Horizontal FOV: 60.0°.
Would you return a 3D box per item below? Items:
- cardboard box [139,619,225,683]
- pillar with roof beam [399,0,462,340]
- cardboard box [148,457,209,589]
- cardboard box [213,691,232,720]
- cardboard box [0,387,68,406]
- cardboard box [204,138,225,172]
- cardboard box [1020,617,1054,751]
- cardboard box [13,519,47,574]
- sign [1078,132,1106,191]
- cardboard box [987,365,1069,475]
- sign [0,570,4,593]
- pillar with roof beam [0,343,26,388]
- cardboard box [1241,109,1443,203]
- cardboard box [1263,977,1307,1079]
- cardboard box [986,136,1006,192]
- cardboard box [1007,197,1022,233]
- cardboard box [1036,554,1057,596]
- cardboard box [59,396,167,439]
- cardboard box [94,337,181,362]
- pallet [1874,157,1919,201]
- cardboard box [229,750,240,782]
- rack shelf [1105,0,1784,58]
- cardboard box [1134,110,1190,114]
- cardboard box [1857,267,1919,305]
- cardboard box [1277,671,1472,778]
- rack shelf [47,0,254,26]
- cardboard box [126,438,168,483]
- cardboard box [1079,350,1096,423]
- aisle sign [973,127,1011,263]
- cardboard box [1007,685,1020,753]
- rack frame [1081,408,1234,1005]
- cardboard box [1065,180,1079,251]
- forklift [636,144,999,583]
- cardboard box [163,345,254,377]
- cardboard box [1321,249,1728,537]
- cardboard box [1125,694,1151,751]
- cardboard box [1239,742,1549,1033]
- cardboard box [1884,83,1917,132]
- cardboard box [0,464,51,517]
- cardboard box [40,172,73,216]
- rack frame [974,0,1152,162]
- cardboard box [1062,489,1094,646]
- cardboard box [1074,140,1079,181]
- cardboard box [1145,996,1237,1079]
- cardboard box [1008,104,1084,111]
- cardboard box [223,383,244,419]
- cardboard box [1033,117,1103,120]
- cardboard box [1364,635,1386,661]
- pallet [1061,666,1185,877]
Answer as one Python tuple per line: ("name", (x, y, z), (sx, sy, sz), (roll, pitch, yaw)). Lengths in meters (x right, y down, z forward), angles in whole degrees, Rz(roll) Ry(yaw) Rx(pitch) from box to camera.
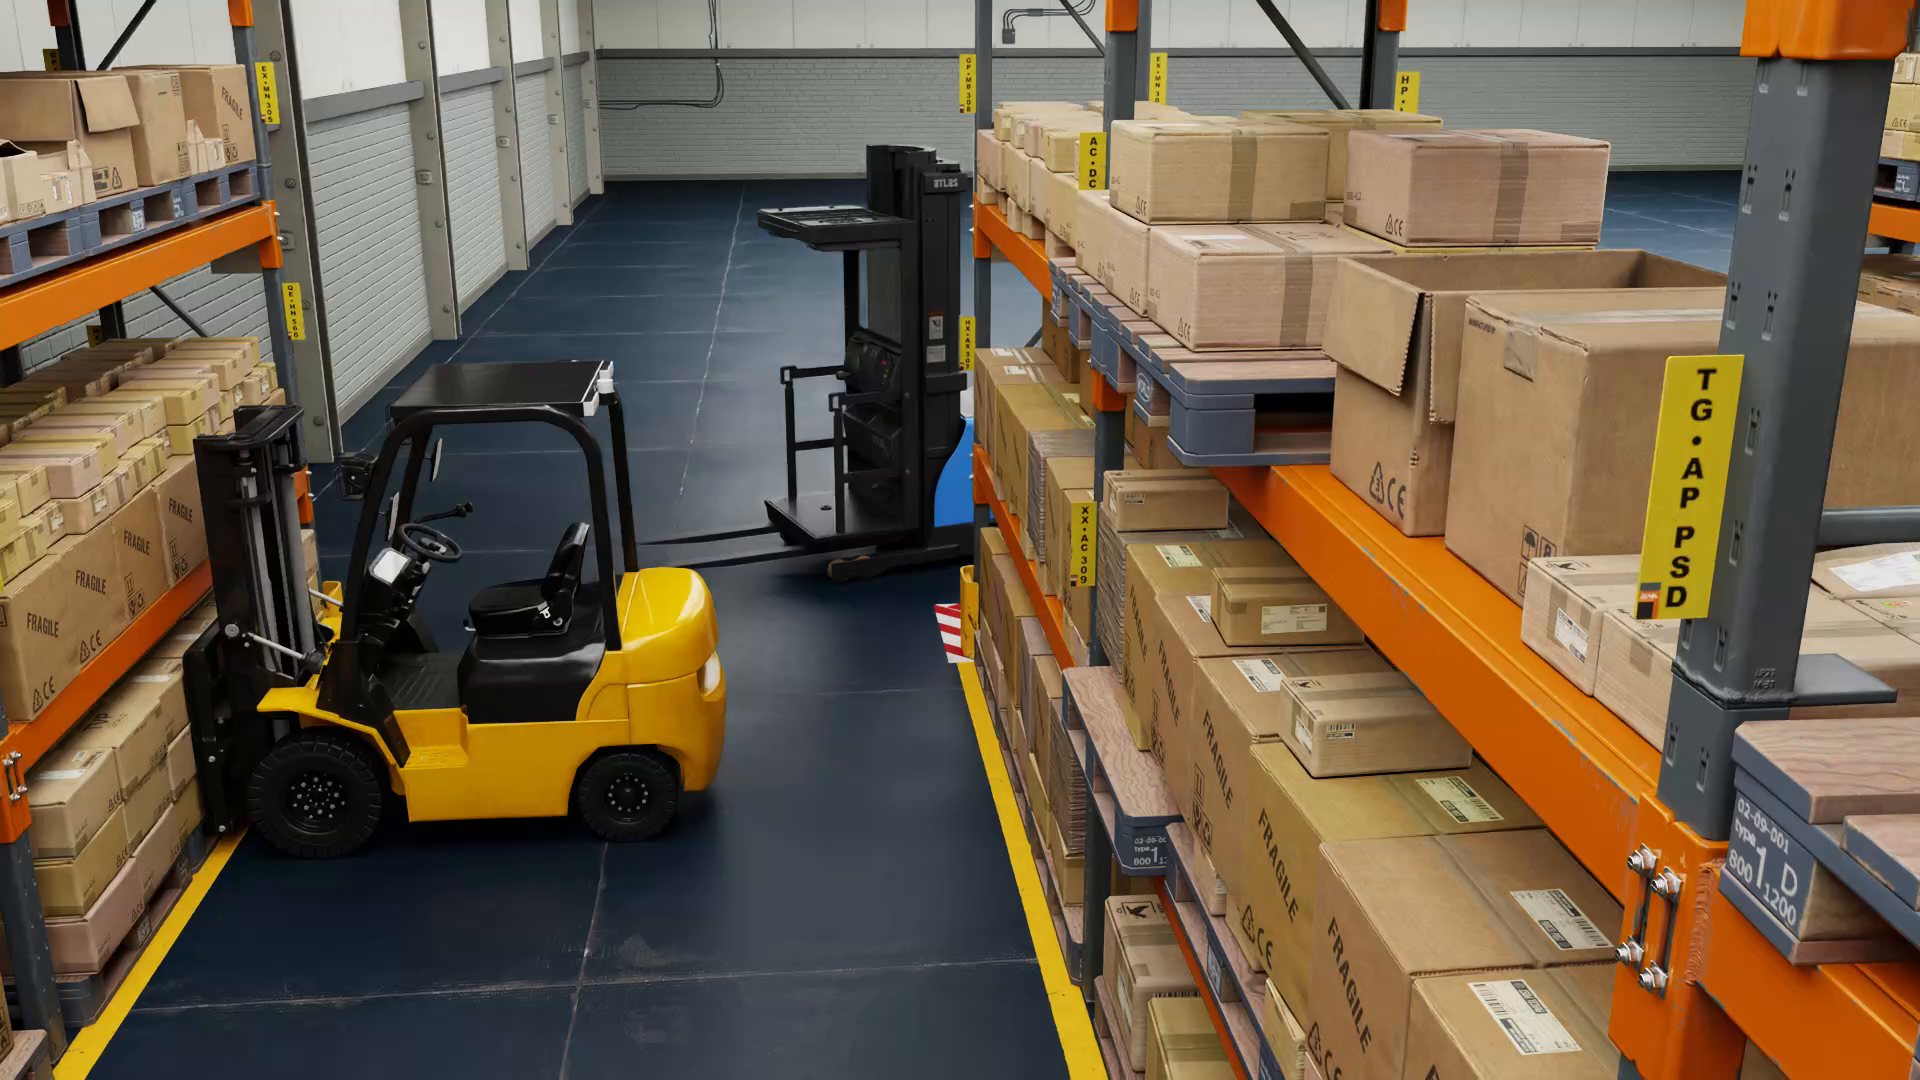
("cardboard box", (-3.826, 0.588, 8.015), (0.500, 0.250, 0.500), (-2, 18, -7))
("pillar with roof beam", (-2.129, -6.962, 19.829), (9.100, 9.000, 0.400), (-2, 18, -6))
("cardboard box", (-3.877, -0.079, 7.754), (0.500, 0.500, 0.500), (-2, 18, -5))
("cardboard box", (-3.825, 0.834, 8.069), (0.500, 0.250, 0.500), (-2, 18, -6))
("cardboard box", (-4.500, -0.629, 7.926), (0.380, 0.149, 0.250), (-2, 18, -7))
("cardboard box", (-3.961, -1.949, 8.420), (0.380, 0.149, 0.250), (-2, 18, -7))
("cardboard box", (0.565, 0.693, 8.100), (0.500, 0.500, 0.500), (-1, 17, -3))
("cardboard box", (-3.736, 0.028, 6.332), (0.380, 0.149, 0.250), (-1, 17, -4))
("sign", (0.462, -1.248, 5.774), (0.100, 0.325, 0.005), (-2, 18, -6))
("cardboard box", (0.417, -0.667, 9.130), (0.500, 0.500, 0.500), (-1, 17, -4))
("sign", (-3.398, 0.031, 5.771), (0.100, 0.325, 0.005), (-2, 18, -6))
("pillar with roof beam", (-0.892, -3.387, 8.441), (9.100, 9.000, 0.400), (-2, 18, -6))
("cardboard box", (1.187, -1.219, 5.260), (0.500, 0.250, 0.500), (-1, 17, -4))
("cardboard box", (0.915, 1.123, 3.810), (0.380, 0.149, 0.250), (-1, 17, -5))
("cardboard box", (0.417, -1.974, 8.704), (0.500, 0.250, 0.500), (-2, 18, -6))
("cardboard box", (0.436, -1.599, 8.174), (0.380, 0.149, 0.250), (-2, 17, -5))
("cardboard box", (0.556, 0.141, 7.638), (0.380, 0.149, 0.250), (-2, 18, -6))
("cardboard box", (-3.938, -0.569, 7.735), (0.380, 0.149, 0.250), (-2, 17, -5))
("cardboard box", (-4.527, -1.019, 9.169), (0.380, 0.149, 0.250), (-2, 18, -7))
("pallet", (5.588, -2.132, 9.602), (1.003, 0.211, 1.213), (-2, 18, -6))
("cardboard box", (-3.826, 1.067, 8.161), (0.500, 0.250, 0.500), (-1, 17, -4))
("rack shelf", (1.207, -1.322, 3.733), (1.077, 0.370, 4.000), (-2, 18, -6))
("cardboard box", (0.942, -2.078, 8.367), (0.380, 0.149, 0.250), (-2, 18, -6))
("cardboard box", (5.649, -1.278, 9.688), (0.875, 0.550, 0.550), (-2, 18, -6))
("cardboard box", (0.964, 0.424, 3.871), (0.380, 0.149, 0.250), (-3, 18, -8))
("rack shelf", (-4.143, -2.359, 7.037), (1.077, 0.370, 4.000), (-2, 18, -6))
("cardboard box", (-3.847, -0.357, 7.555), (0.380, 0.149, 0.250), (-2, 18, -7))
("cardboard box", (0.971, -0.850, 8.043), (0.700, 0.500, 0.500), (-2, 18, -6))
("aisle sign", (0.273, -2.030, 9.797), (0.394, 0.787, 0.004), (-2, 18, -6))
("cardboard box", (0.510, 0.894, 8.712), (0.500, 0.250, 0.500), (-1, 17, -2))
("rack frame", (1.000, 0.410, 6.362), (1.000, 3.000, 0.127), (-2, 18, -6))
("cardboard box", (0.687, -1.215, 6.284), (0.500, 0.250, 0.500), (-2, 18, -6))
("forklift", (-0.808, -1.276, 11.847), (3.031, 2.935, 1.130), (-8, 19, -24))
("cardboard box", (-4.046, -0.953, 8.959), (0.380, 0.149, 0.250), (-2, 18, -6))
("cardboard box", (1.227, -0.332, 3.546), (0.797, 0.503, 0.637), (-2, 18, -6))
("cardboard box", (0.760, 0.579, 5.543), (0.380, 0.149, 0.250), (-1, 17, -5))
("cardboard box", (0.972, 0.781, 3.816), (0.500, 0.500, 0.500), (-3, 18, -9))
("cardboard box", (5.349, -2.411, 9.227), (0.500, 0.250, 0.500), (-2, 18, -6))
("cardboard box", (-3.826, -0.189, 6.525), (0.380, 0.149, 0.250), (-2, 18, -7))
("cardboard box", (-3.760, -1.366, 6.565), (0.380, 0.149, 0.250), (-1, 17, -4))
("rack frame", (0.588, -3.644, 9.259), (1.000, 3.000, 0.127), (-2, 18, -6))
("cardboard box", (0.707, 0.096, 6.699), (0.500, 0.500, 0.500), (-2, 18, -7))
("cardboard box", (0.648, -1.444, 6.349), (0.380, 0.149, 0.250), (-2, 18, -7))
("cardboard box", (1.135, 1.834, 5.513), (0.950, 0.372, 0.625), (-1, 17, -2))
("cardboard box", (0.463, -2.286, 9.032), (0.380, 0.149, 0.250), (-2, 18, -6))
("cardboard box", (-4.013, -0.735, 8.760), (0.380, 0.149, 0.250), (-1, 17, -5))
("cardboard box", (0.547, -1.906, 7.822), (0.380, 0.149, 0.250), (-1, 17, -4))
("cardboard box", (1.376, 0.453, 4.863), (0.500, 0.500, 0.500), (-1, 17, -4))
("pallet", (0.935, 0.734, 5.651), (1.003, 0.211, 1.213), (-2, 18, -6))
